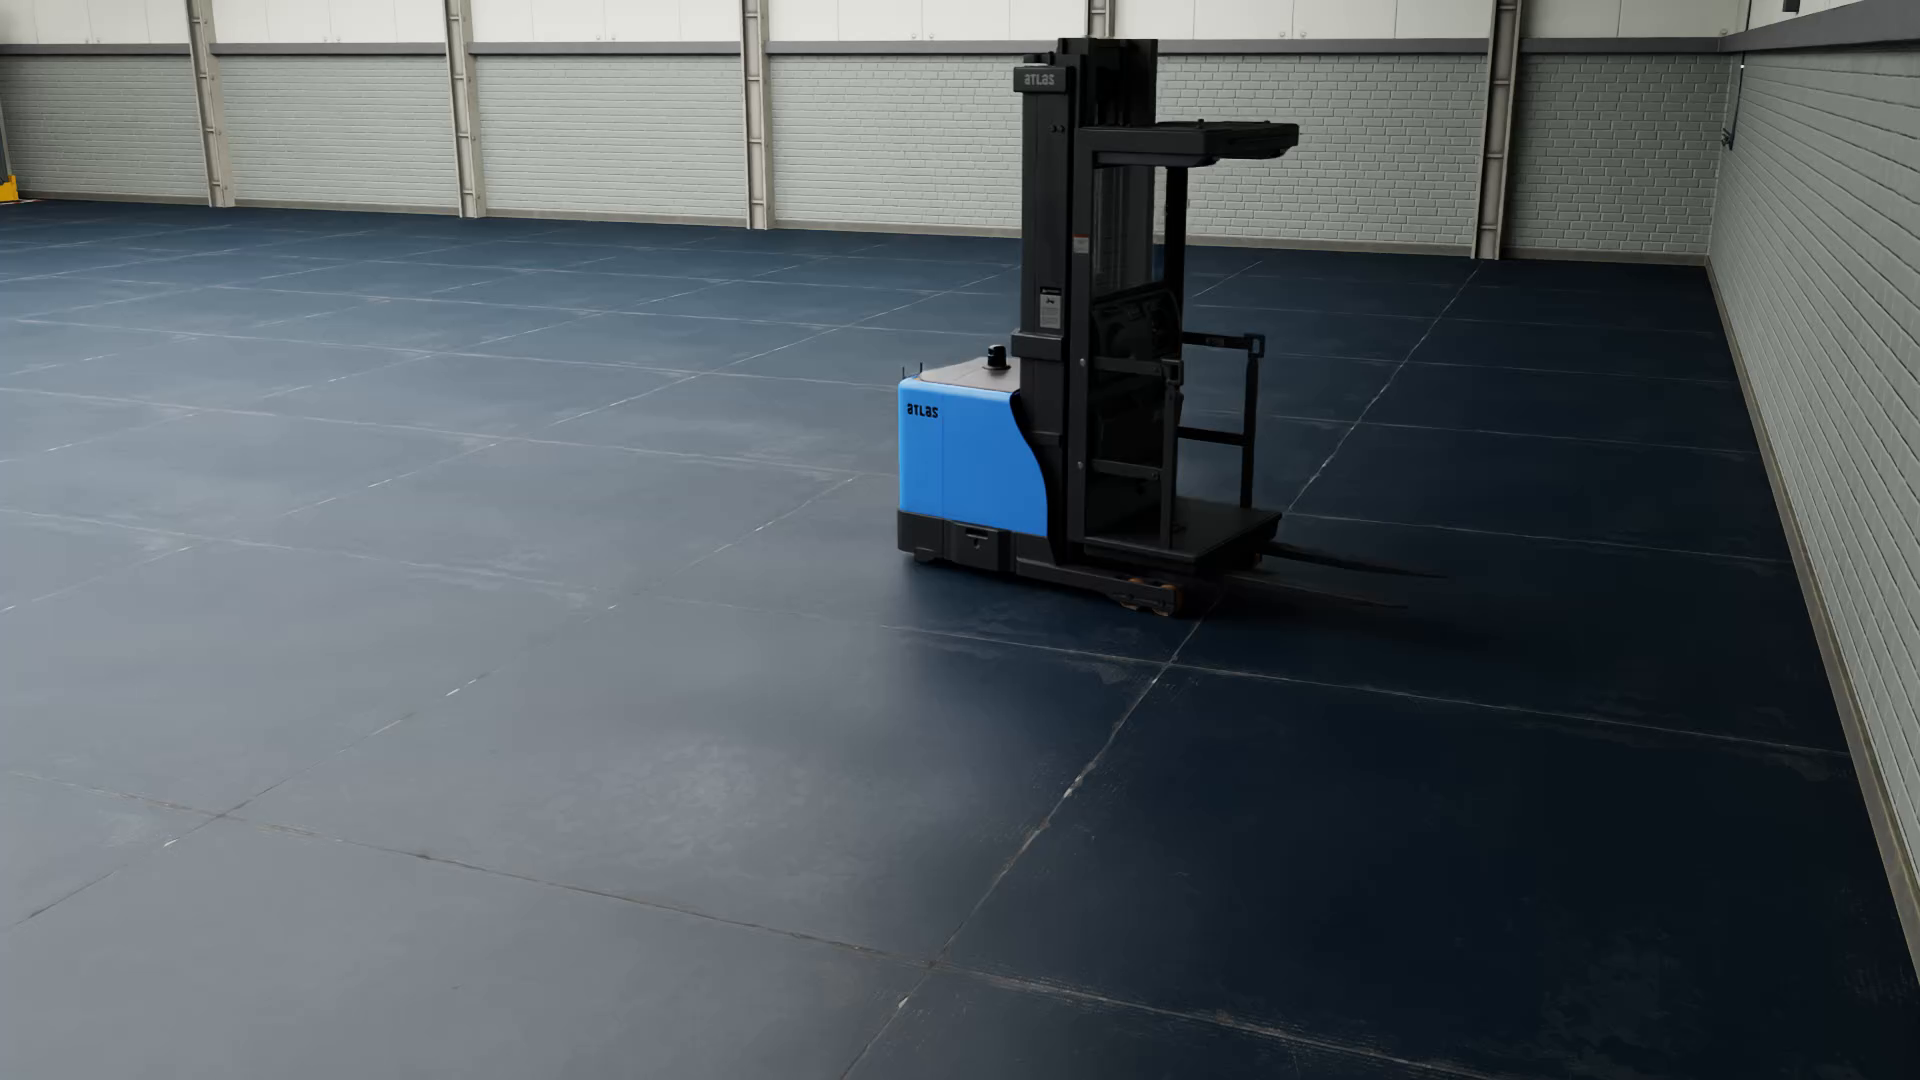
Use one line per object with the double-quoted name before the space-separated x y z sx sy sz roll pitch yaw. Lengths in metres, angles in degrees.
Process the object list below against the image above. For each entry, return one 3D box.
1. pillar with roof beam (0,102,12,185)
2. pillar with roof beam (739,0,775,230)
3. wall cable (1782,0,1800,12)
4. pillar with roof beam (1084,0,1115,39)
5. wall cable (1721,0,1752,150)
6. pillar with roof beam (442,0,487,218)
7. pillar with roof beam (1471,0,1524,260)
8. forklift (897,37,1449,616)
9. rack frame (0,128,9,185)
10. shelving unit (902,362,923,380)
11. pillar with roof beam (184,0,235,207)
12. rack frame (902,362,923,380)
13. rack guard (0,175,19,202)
"pillar with roof beam" -21.754 -10.422 29.932 0.400 9.000 9.100 6 17 21
"pillar with roof beam" -5.010 -8.581 23.589 0.400 9.000 9.100 6 17 21
"wall cable" 6.490 -6.998 12.038 0.169 6.003 2.305 6 17 21
"pillar with roof beam" 0.572 -7.967 21.475 0.400 9.000 9.100 6 17 21
"wall cable" 9.988 -6.334 21.420 0.112 2.526 3.097 6 17 21
"pillar with roof beam" -10.591 -9.194 25.704 0.400 9.000 9.100 6 17 21
"pillar with roof beam" 6.153 -7.353 19.361 0.400 9.000 9.100 6 17 21
"forklift" 1.138 -1.173 8.958 3.031 2.935 1.130 11 19 33
"rack frame" -19.858 -8.352 33.564 0.127 3.000 1.000 6 17 21
"shelving unit" -0.187 -0.542 10.159 0.252 1.050 0.215 11 19 33
"pillar with roof beam" -16.173 -9.808 27.818 0.400 9.000 9.100 6 17 21
"rack frame" -0.288 -0.561 10.224 0.008 1.050 0.200 11 19 33
"rack guard" -19.835 -7.149 33.904 0.348 0.500 1.175 6 17 21
